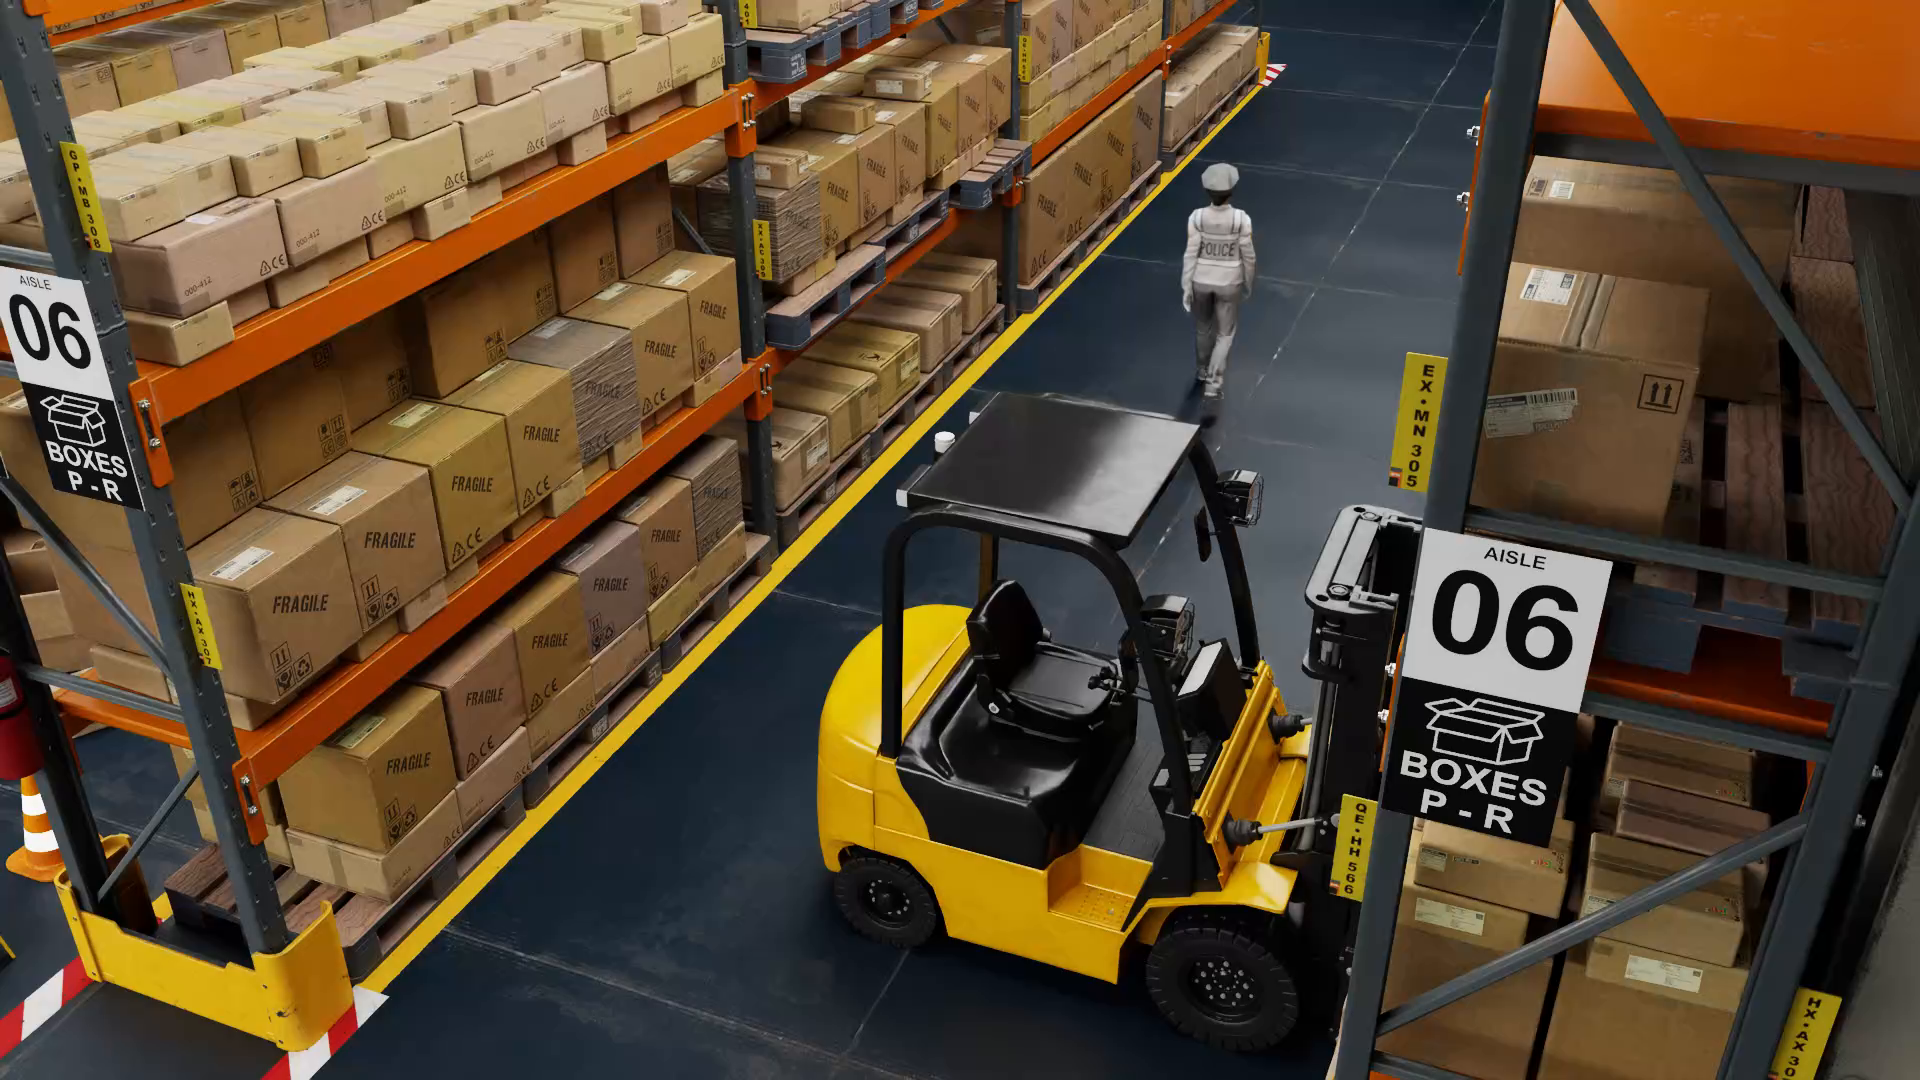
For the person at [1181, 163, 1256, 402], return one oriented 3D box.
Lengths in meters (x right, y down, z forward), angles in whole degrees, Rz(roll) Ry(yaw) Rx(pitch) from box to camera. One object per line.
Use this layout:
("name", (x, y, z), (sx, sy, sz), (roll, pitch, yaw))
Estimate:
("person", (1.773, -1.770, 11.435), (0.480, 1.651, 0.910), (9, 31, 15))
